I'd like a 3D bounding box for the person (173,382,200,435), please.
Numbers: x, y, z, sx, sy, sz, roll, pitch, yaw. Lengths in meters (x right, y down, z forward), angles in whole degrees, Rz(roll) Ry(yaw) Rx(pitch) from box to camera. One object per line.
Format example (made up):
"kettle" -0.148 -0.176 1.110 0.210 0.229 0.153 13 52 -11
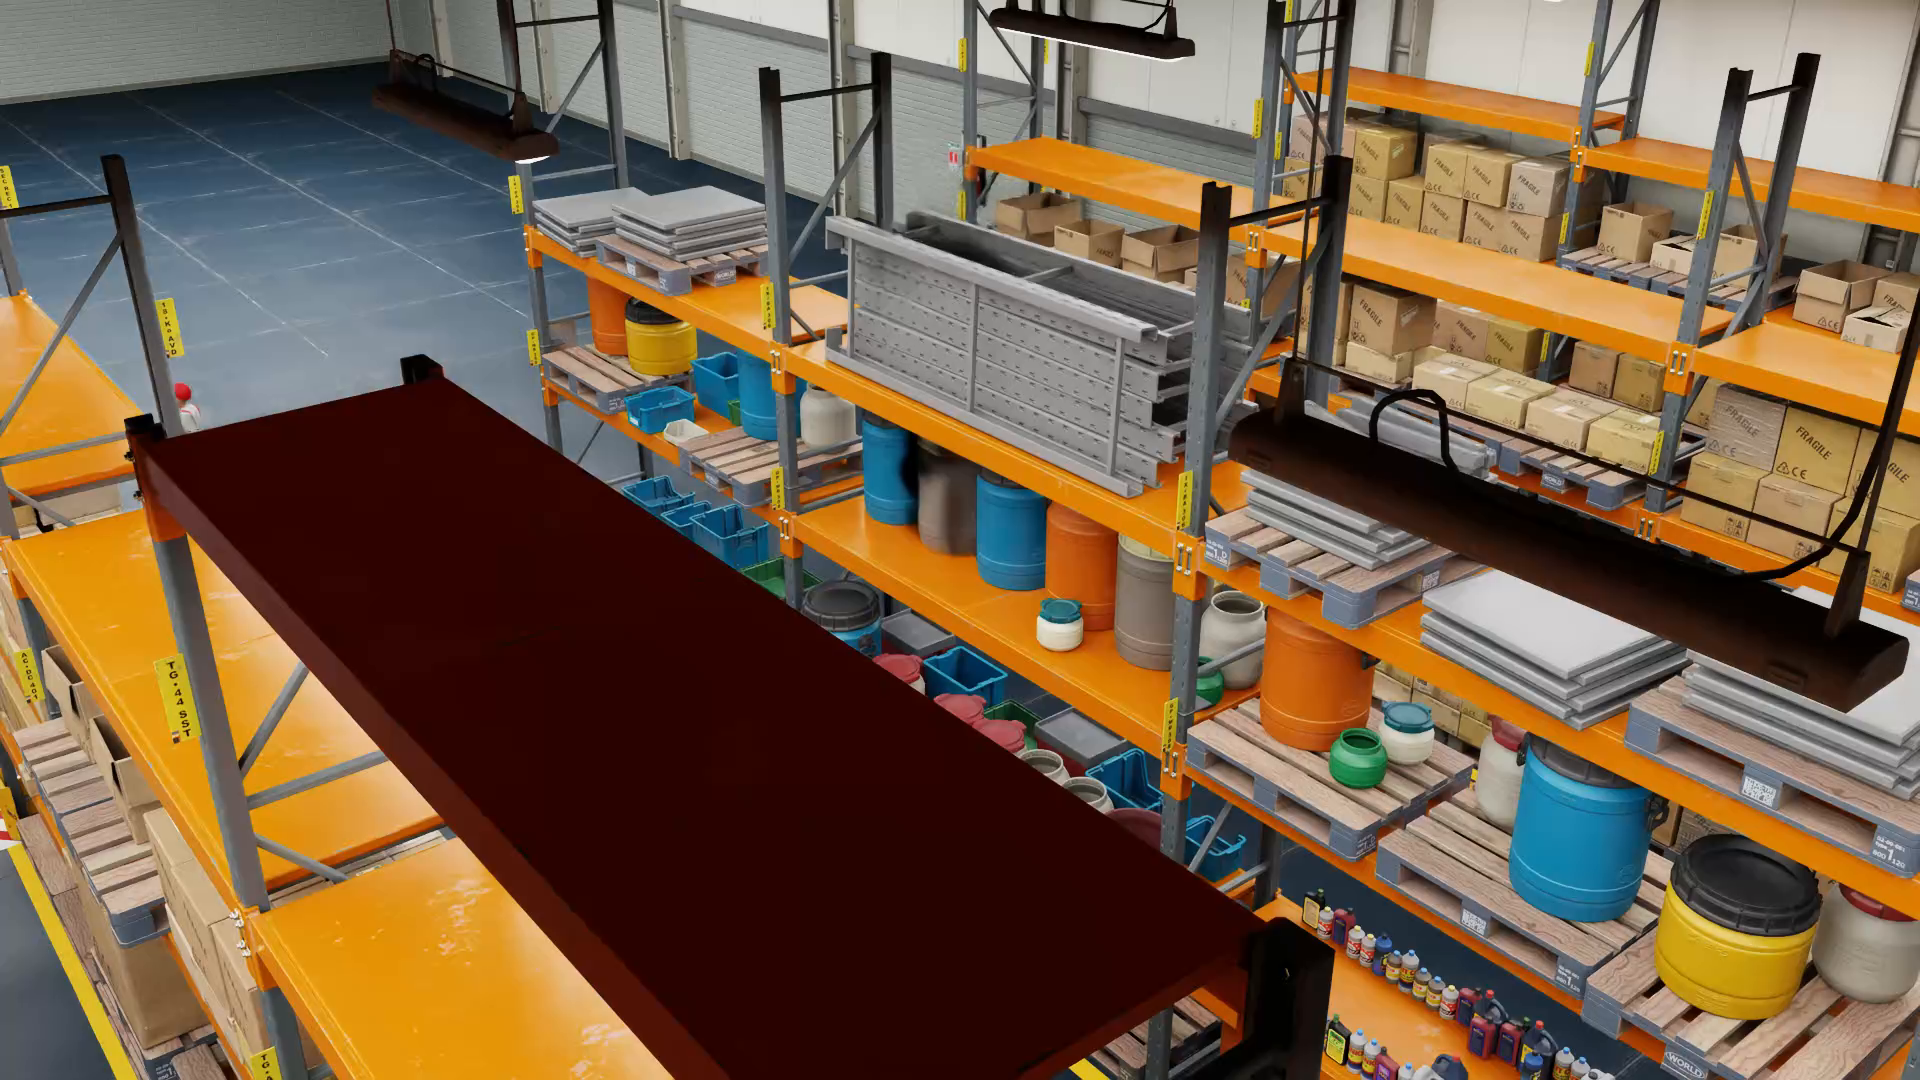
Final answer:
"person" -8.378 -0.858 18.021 0.666 1.756 0.672 -3 26 -7
